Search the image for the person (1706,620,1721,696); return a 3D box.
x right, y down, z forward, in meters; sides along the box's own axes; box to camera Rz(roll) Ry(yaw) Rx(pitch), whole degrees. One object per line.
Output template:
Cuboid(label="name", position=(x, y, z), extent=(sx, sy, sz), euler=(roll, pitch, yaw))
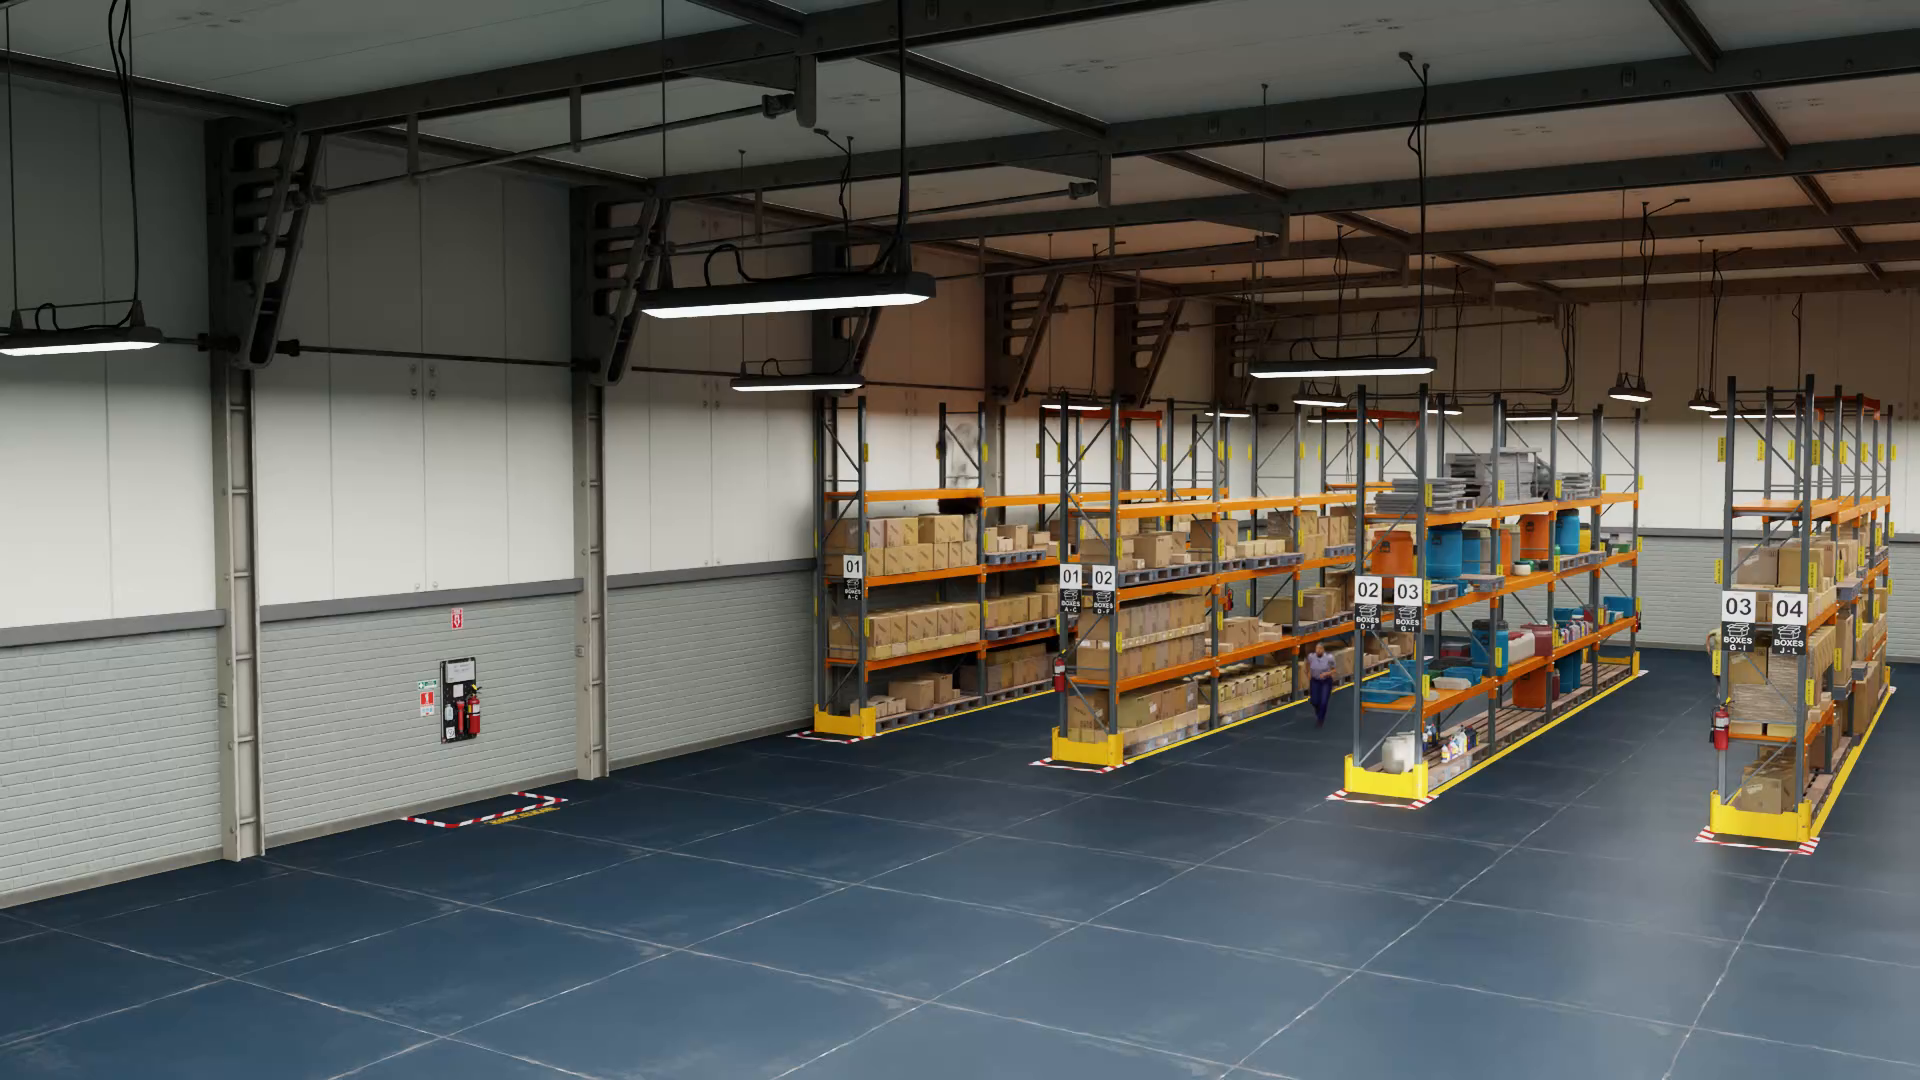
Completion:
Cuboid(label="person", position=(15.491, 2.403, 33.828), extent=(0.606, 1.596, 0.735), euler=(2, 3, 29))

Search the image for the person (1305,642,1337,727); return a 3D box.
Cuboid(label="person", position=(6.579, 2.639, 30.369), extent=(0.594, 1.582, 0.682), euler=(1, 3, 19))
